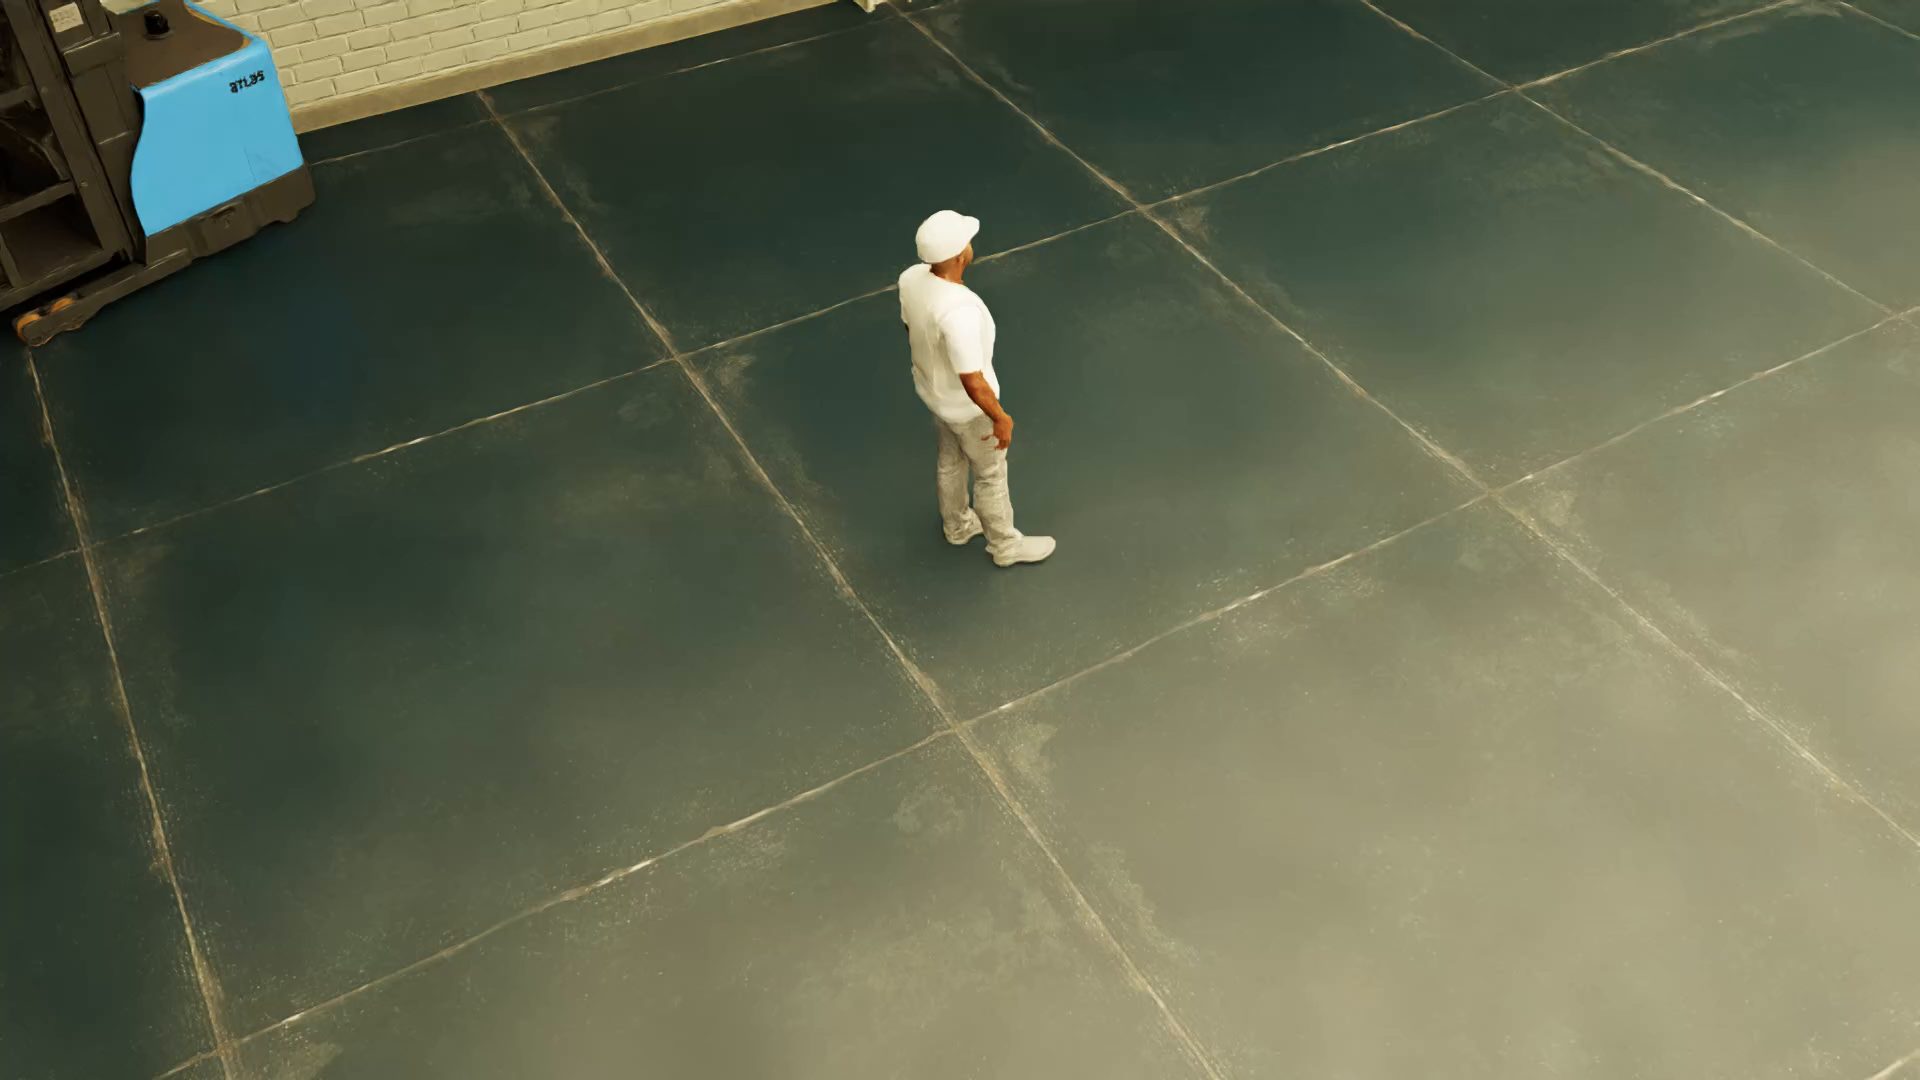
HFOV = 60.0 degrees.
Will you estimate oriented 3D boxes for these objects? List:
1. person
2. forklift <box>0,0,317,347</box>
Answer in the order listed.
[{"bbox_3d":[0.063,-0.673,7.270,0.576,1.766,0.665,-21,47,-21],"label":"person"},{"bbox_3d":[-5.184,-2.512,8.406,1.130,2.935,3.031,30,50,28],"label":"forklift"}]
